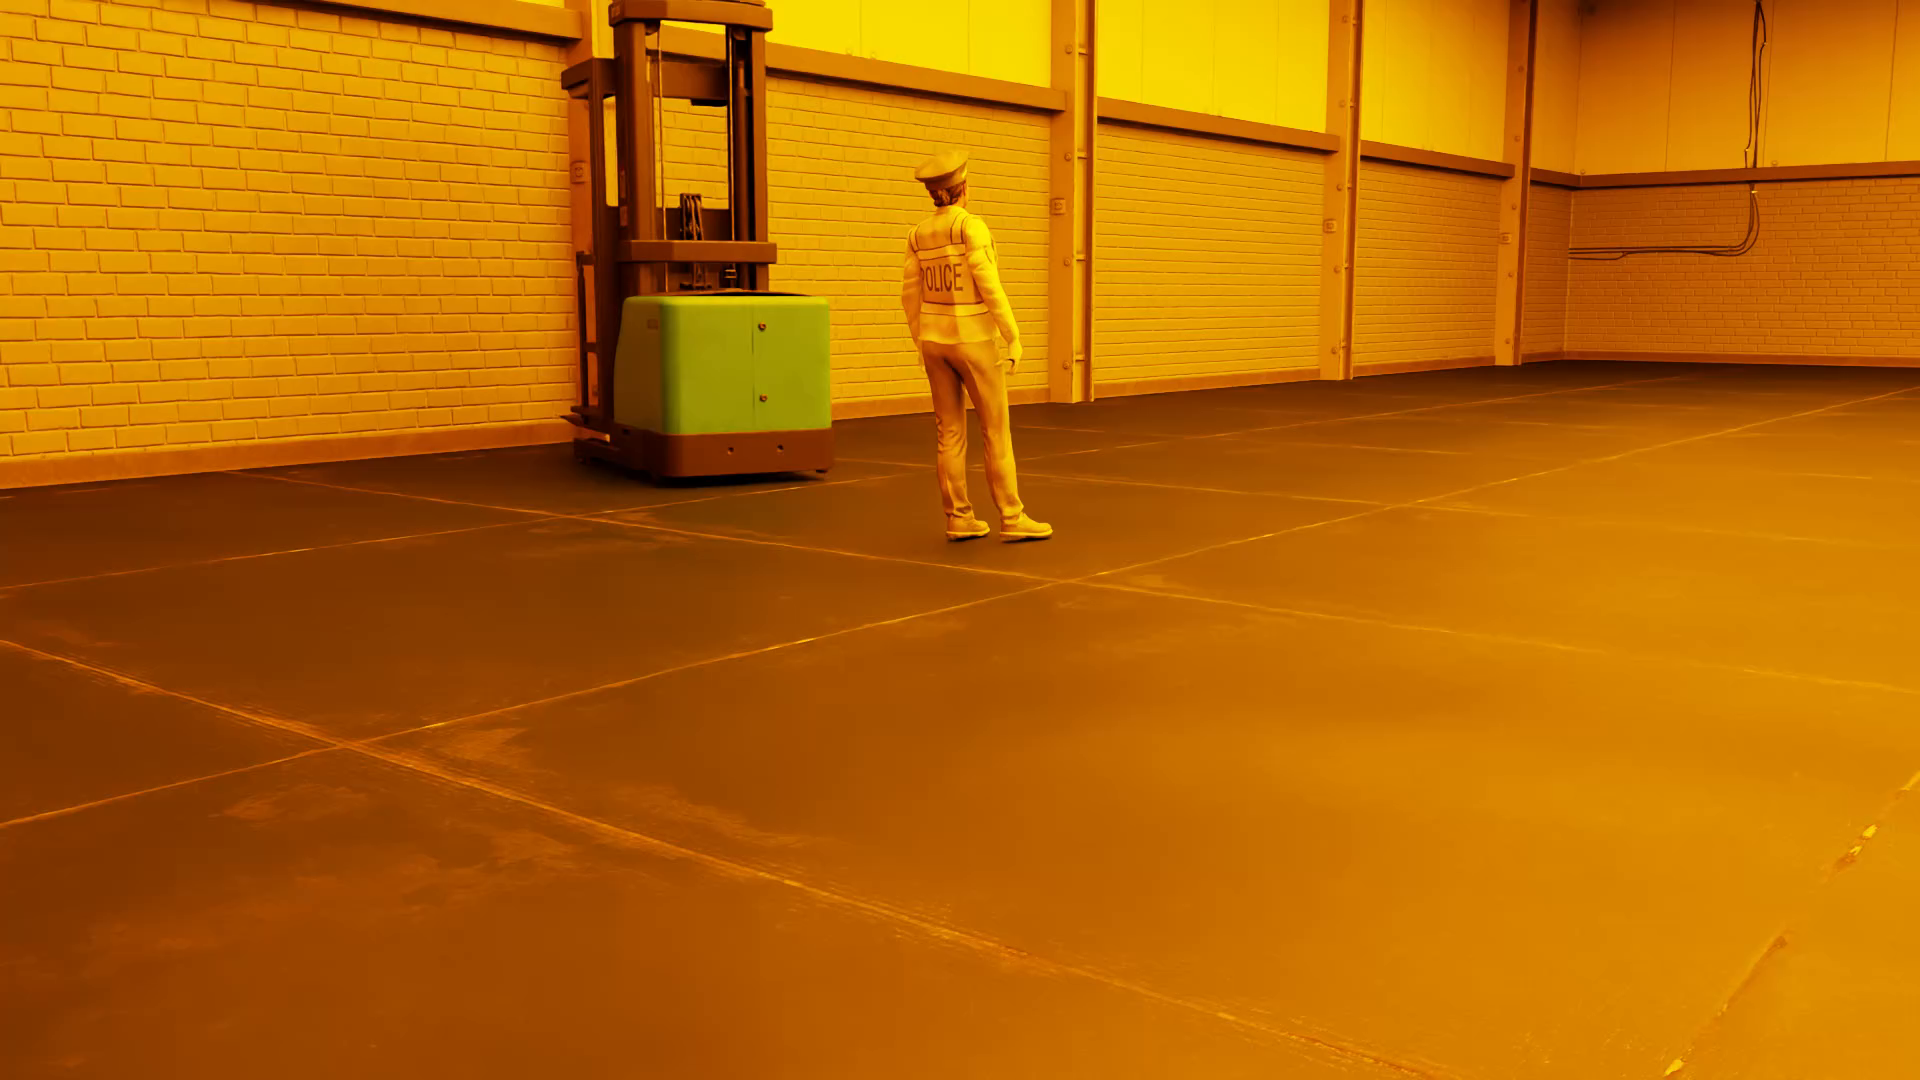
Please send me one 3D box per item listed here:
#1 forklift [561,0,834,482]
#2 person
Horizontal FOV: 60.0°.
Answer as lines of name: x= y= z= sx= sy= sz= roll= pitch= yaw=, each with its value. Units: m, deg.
forklift: x=-1.873 y=-1.955 z=10.640 sx=1.130 sy=2.935 sz=3.031 roll=-4 pitch=9 yaw=-27
person: x=0.047 y=-0.852 z=7.329 sx=0.588 sy=1.696 sz=0.533 roll=7 pitch=11 yaw=38
